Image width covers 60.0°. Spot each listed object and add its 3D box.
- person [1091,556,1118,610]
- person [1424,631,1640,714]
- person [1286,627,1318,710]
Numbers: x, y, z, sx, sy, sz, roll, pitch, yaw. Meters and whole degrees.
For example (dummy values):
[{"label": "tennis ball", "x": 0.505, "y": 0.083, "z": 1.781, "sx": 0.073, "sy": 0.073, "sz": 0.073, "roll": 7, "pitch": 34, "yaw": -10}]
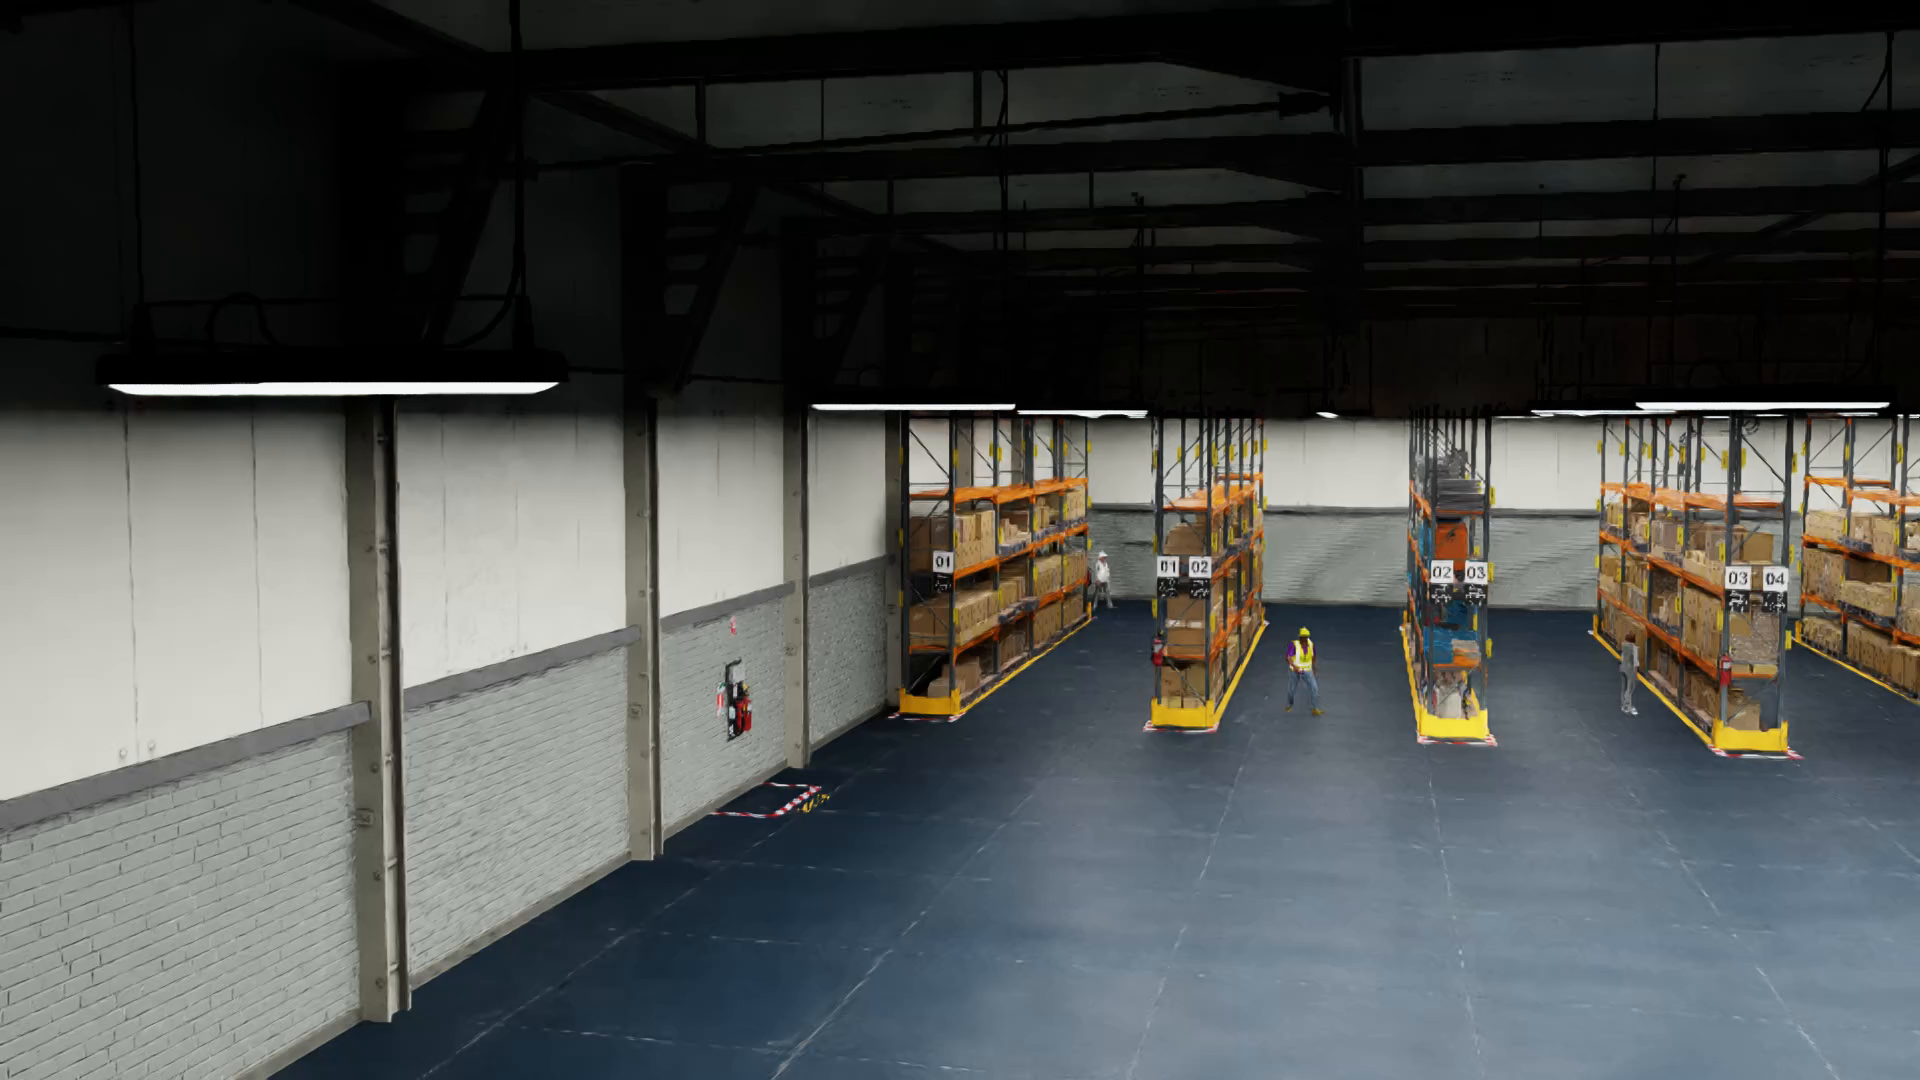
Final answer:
[{"label": "person", "x": 4.335, "y": 1.245, "z": 50.339, "sx": 0.737, "sy": 1.712, "sz": 0.564, "roll": -3, "pitch": 5, "yaw": -39}, {"label": "person", "x": 11.170, "y": 2.594, "z": 32.325, "sx": 4.251, "sy": 1.600, "sz": 1.234, "roll": -1, "pitch": 4, "yaw": -18}, {"label": "person", "x": 6.669, "y": 2.500, "z": 32.480, "sx": 0.697, "sy": 1.634, "sz": 0.796, "roll": 0, "pitch": 4, "yaw": -7}]
